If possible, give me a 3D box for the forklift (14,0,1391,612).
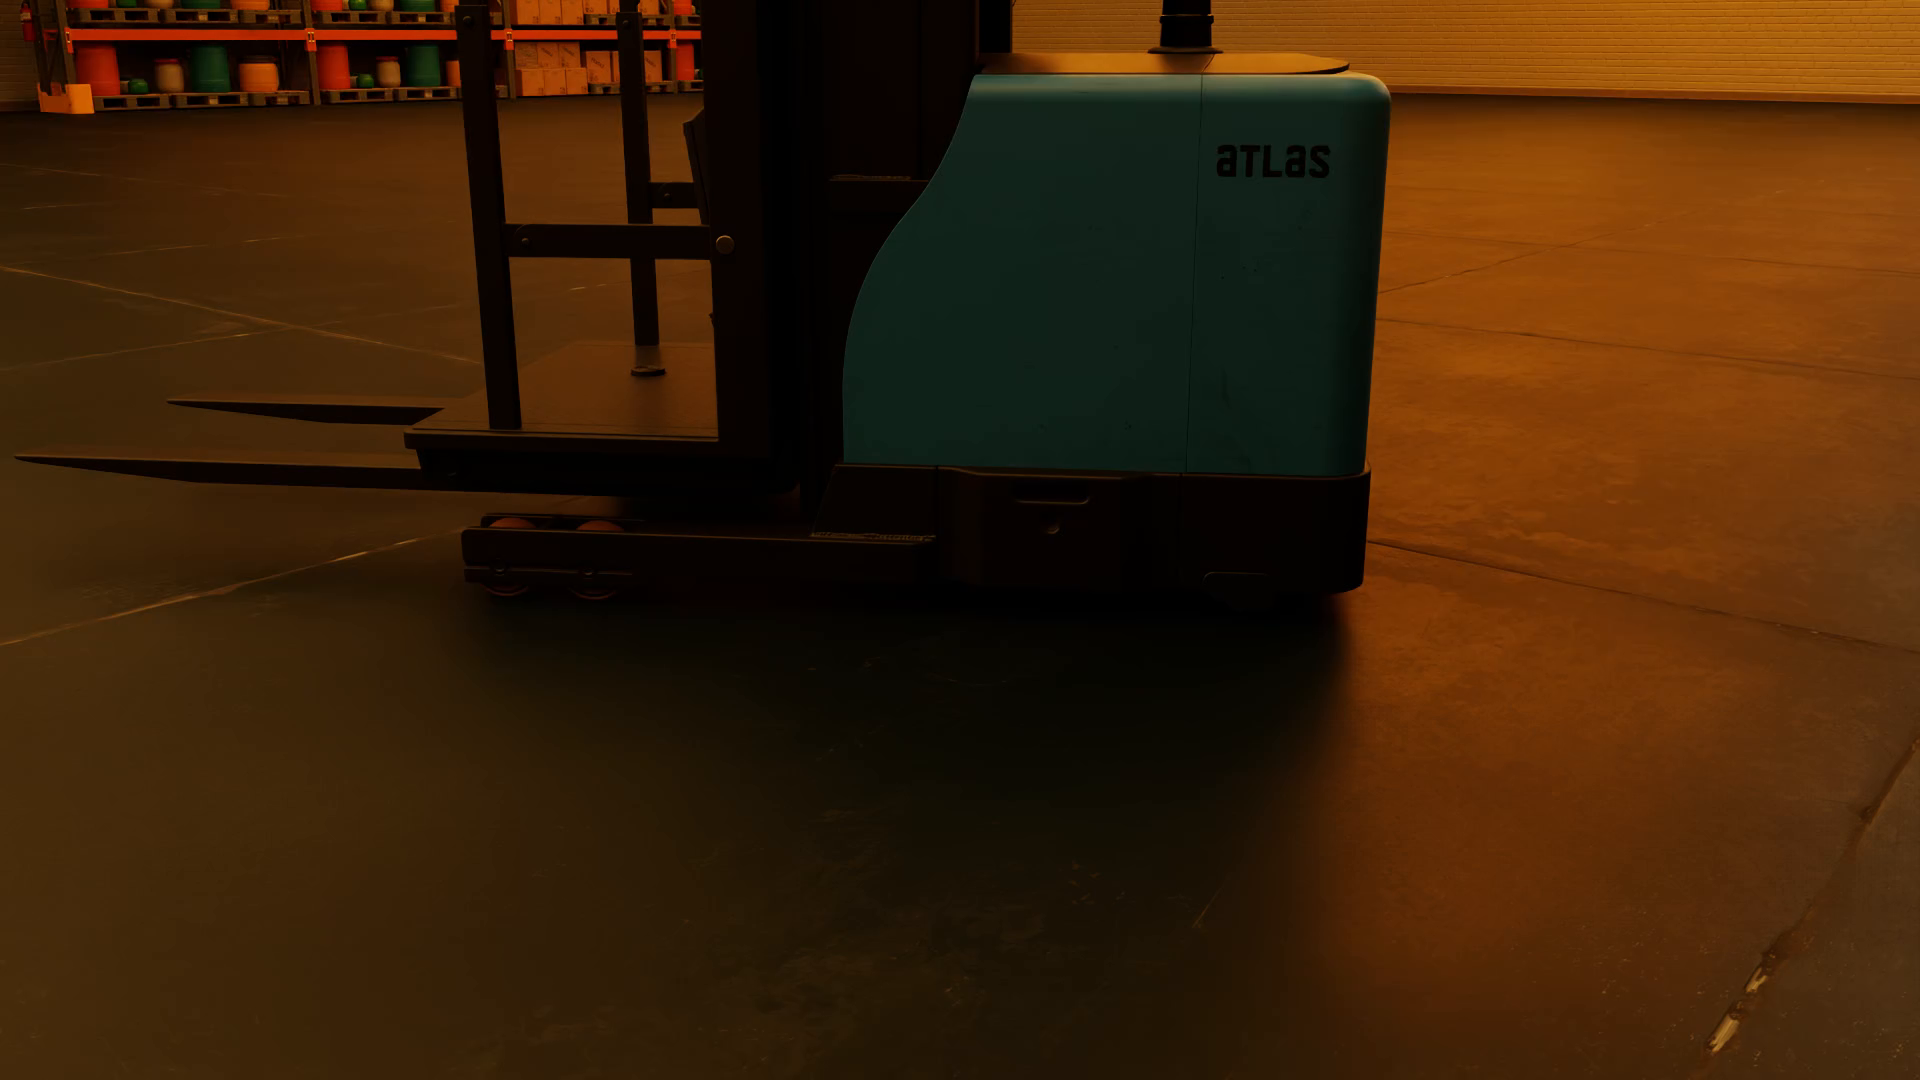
[{"bbox_3d":[-0.625,-1.424,3.588,3.031,2.935,1.130,2,17,7],"label":"forklift"}]
